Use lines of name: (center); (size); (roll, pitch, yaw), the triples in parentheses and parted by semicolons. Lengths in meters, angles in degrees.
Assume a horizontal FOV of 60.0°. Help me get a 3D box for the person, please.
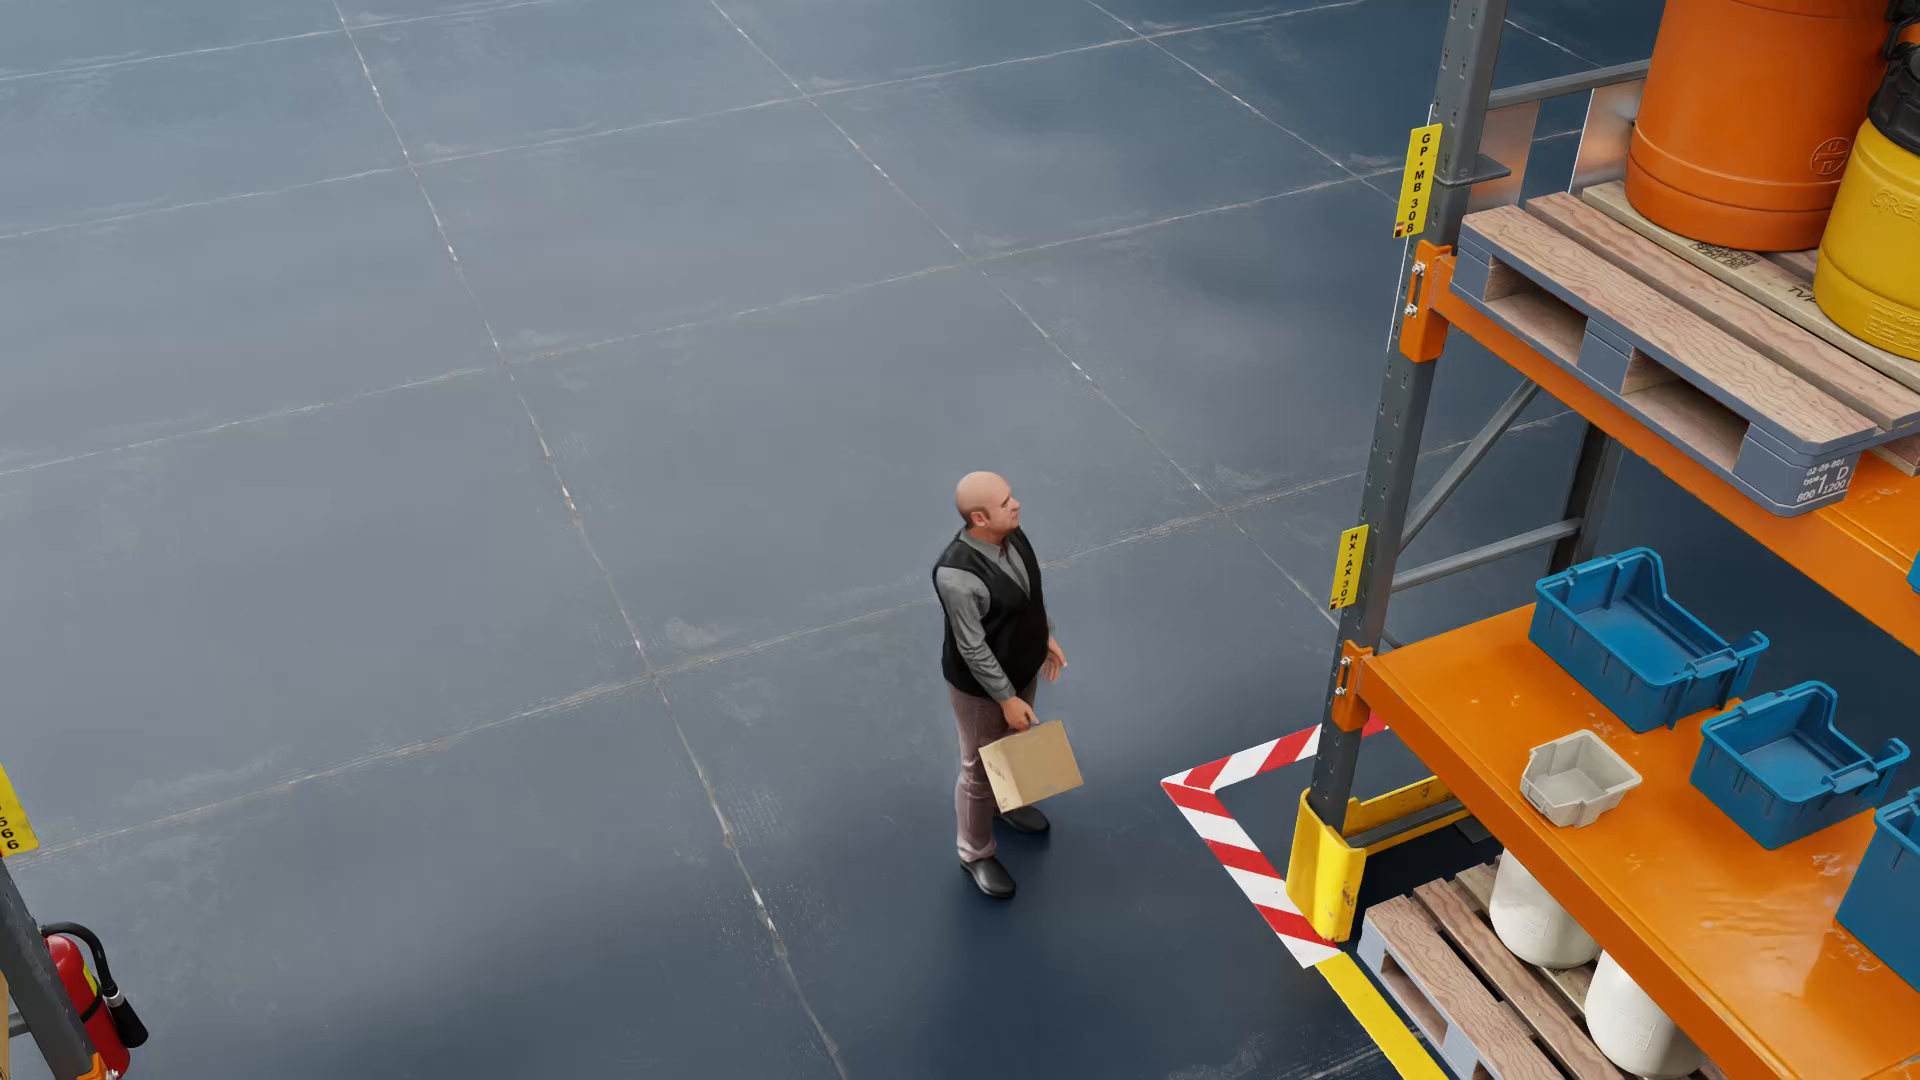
person: (0.155, 0.539, 6.201); (0.458, 1.652, 0.600); (17, 40, 21)
